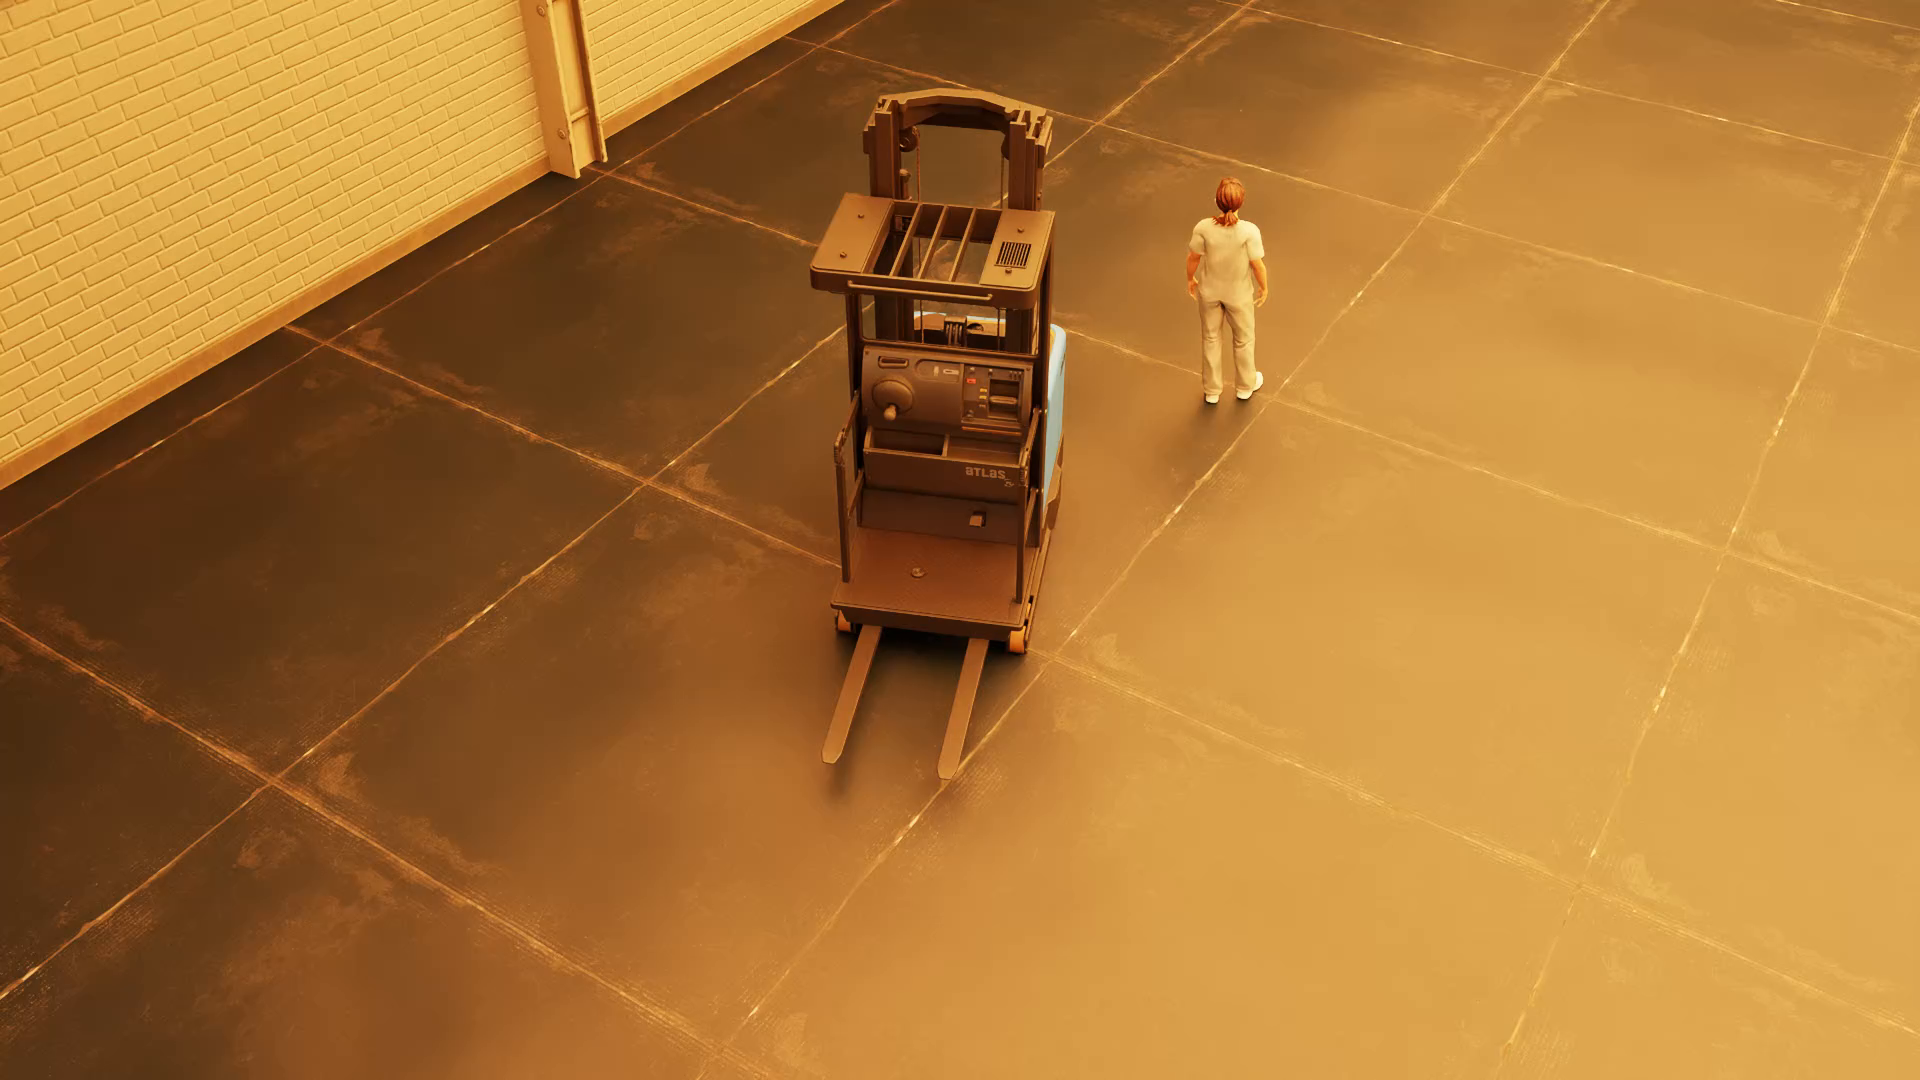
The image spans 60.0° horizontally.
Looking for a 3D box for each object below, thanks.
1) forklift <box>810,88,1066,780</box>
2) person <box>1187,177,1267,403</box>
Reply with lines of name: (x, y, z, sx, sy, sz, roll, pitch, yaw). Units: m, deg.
forklift: (-0.108, -0.731, 8.830, 1.130, 2.935, 3.031, 7, 41, 8)
person: (1.758, -1.649, 10.873, 0.551, 1.676, 0.549, 13, 42, 15)
